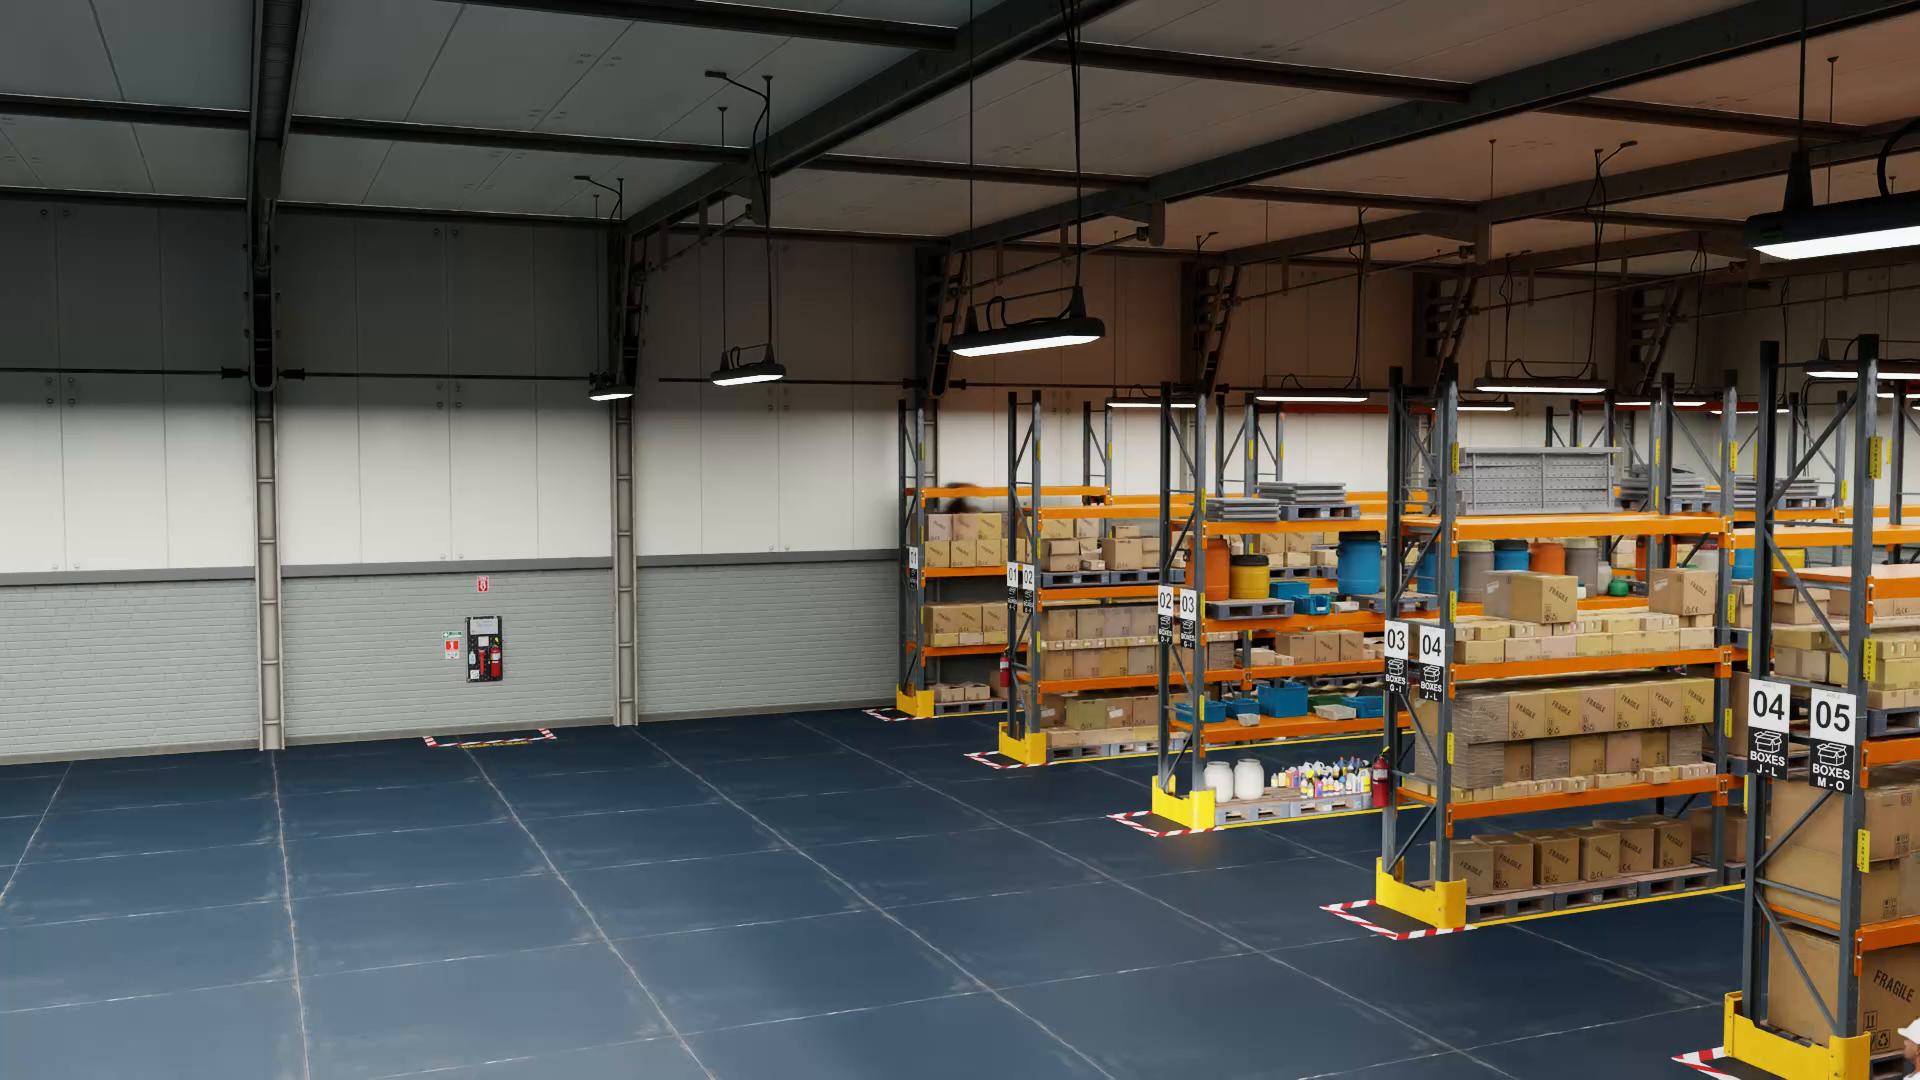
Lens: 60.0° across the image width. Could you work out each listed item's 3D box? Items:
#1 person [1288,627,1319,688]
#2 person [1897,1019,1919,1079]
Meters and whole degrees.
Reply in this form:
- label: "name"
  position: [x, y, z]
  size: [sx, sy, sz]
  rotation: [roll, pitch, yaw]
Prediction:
- label: "person"
  position: [6.622, 2.424, 32.189]
  size: [1.066, 1.729, 0.561]
  rotation: [-2, 4, -27]
- label: "person"
  position: [5.649, 3.693, 9.793]
  size: [0.409, 1.771, 0.613]
  rotation: [2, 4, 25]
